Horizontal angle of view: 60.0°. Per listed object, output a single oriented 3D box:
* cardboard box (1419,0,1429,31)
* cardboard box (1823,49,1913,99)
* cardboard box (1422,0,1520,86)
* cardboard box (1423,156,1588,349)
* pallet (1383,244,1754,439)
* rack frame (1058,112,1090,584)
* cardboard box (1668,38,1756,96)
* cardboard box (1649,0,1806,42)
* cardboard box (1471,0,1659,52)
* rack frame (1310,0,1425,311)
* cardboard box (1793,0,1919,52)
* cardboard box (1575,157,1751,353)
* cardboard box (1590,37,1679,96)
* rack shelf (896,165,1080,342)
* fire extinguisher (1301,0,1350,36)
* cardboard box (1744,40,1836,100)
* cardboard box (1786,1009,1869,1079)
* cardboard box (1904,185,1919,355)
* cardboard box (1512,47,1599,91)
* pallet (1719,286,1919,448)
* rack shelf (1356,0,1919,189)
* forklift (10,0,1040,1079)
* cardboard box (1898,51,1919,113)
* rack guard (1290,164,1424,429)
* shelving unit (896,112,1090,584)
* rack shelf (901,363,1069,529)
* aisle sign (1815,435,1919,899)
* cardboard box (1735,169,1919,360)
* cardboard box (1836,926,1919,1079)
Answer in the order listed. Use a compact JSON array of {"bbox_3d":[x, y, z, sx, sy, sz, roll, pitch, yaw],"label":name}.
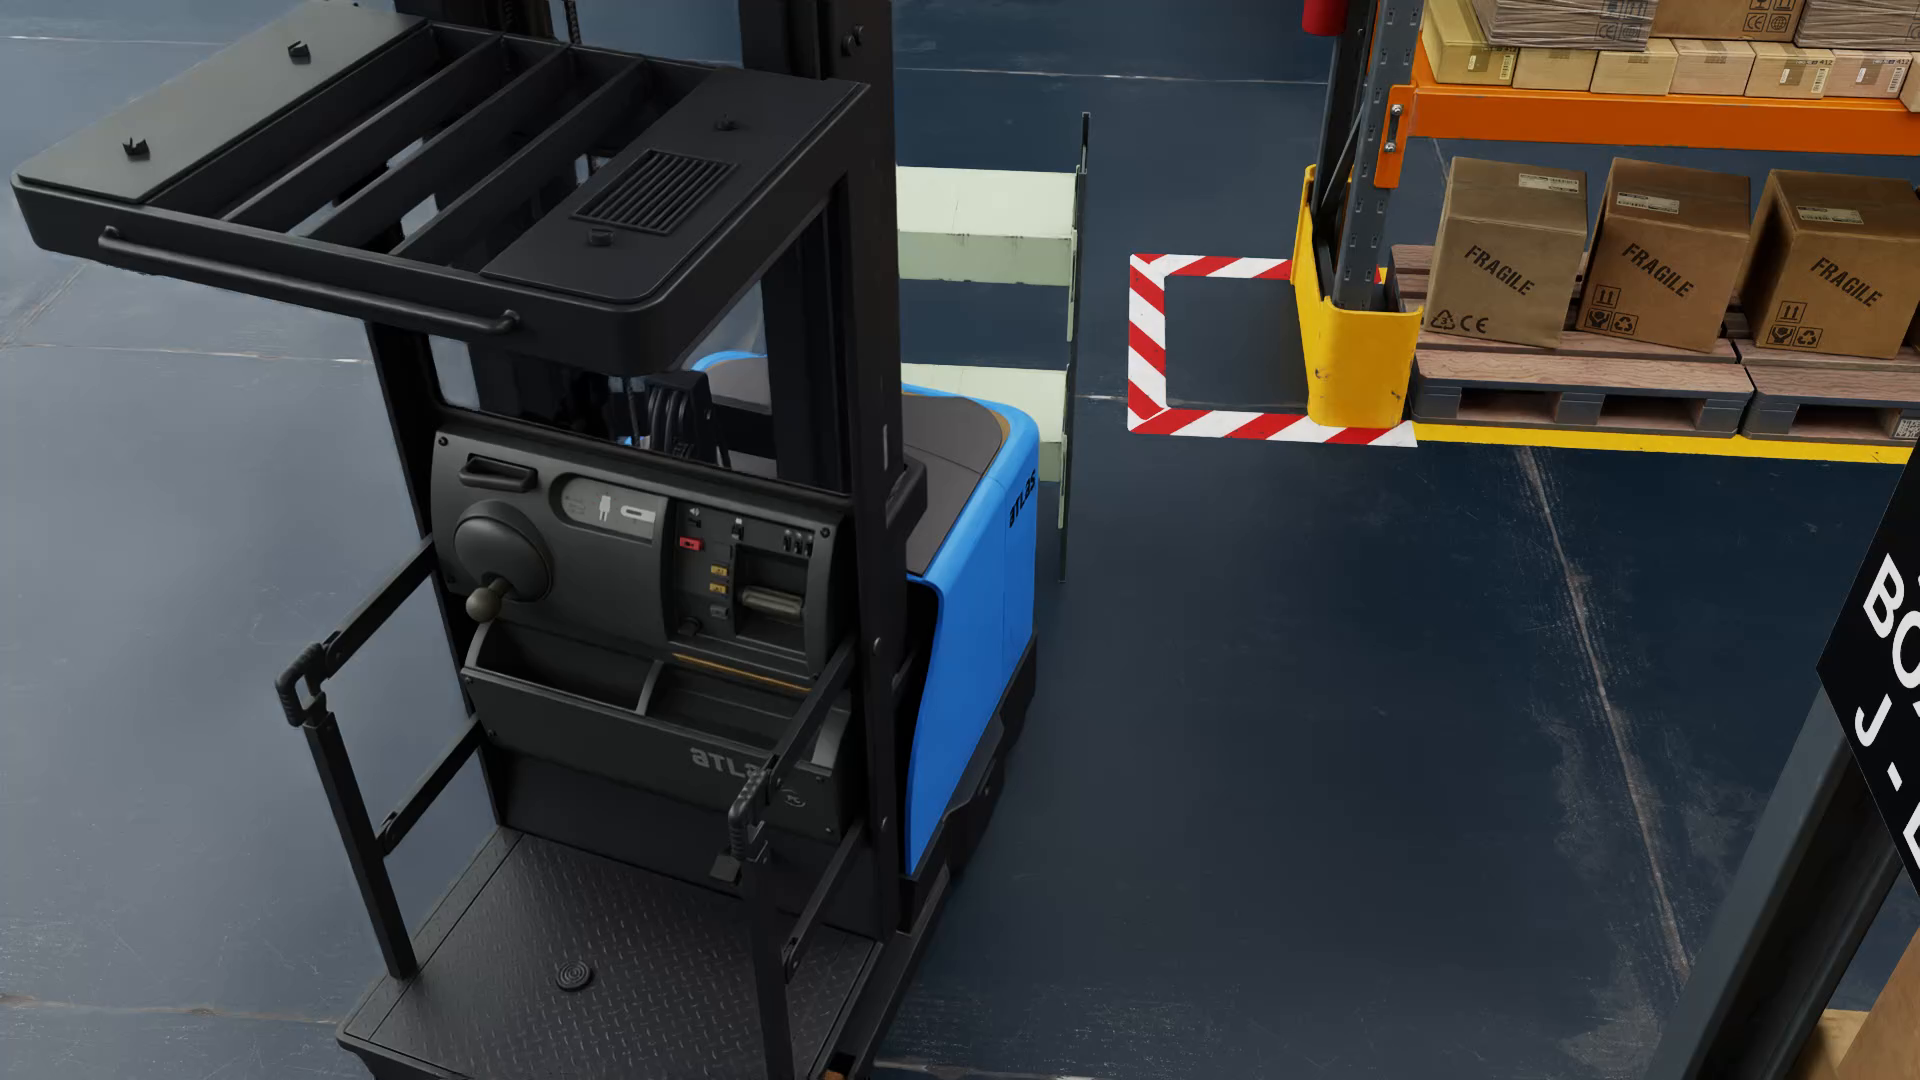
[{"bbox_3d":[1.771,-1.975,5.999,0.250,0.149,0.380,3,39,4],"label":"cardboard box"},{"bbox_3d":[2.978,-1.631,5.577,0.250,0.149,0.380,3,39,4],"label":"cardboard box"},{"bbox_3d":[1.732,-1.695,5.655,0.250,0.149,0.380,3,39,4],"label":"cardboard box"},{"bbox_3d":[2.090,-1.107,6.381,0.500,0.500,0.500,10,40,12],"label":"cardboard box"},{"bbox_3d":[2.351,-0.806,6.573,1.213,0.211,1.003,3,39,4],"label":"pallet"},{"bbox_3d":[0.358,-0.562,5.252,0.023,1.500,0.400,3,39,4],"label":"rack frame"},{"bbox_3d":[2.478,-1.646,5.595,0.250,0.149,0.380,3,39,4],"label":"cardboard box"},{"bbox_3d":[2.523,-2.113,5.655,0.500,0.500,0.875,3,39,4],"label":"cardboard box"},{"bbox_3d":[2.014,-2.065,5.596,0.500,0.500,0.875,3,39,4],"label":"cardboard box"},{"bbox_3d":[1.469,-1.958,5.779,0.127,3.000,1.000,3,39,4],"label":"rack frame"},{"bbox_3d":[3.017,-2.059,5.588,0.500,0.500,0.875,3,39,4],"label":"cardboard box"},{"bbox_3d":[2.688,-1.096,6.368,0.500,0.500,0.500,13,41,15],"label":"cardboard box"},{"bbox_3d":[2.227,-1.646,5.596,0.250,0.149,0.380,3,39,4],"label":"cardboard box"},{"bbox_3d":[-0.007,-0.885,5.031,0.720,0.370,0.431,3,39,4],"label":"rack shelf"},{"bbox_3d":[1.395,-2.224,6.168,0.183,0.674,0.296,3,39,4],"label":"fire extinguisher"},{"bbox_3d":[2.727,-1.628,5.573,0.250,0.149,0.380,3,39,4],"label":"cardboard box"},{"bbox_3d":[1.314,1.089,1.917,0.550,0.550,0.875,3,39,4],"label":"cardboard box"},{"bbox_3d":[3.862,-0.991,6.239,0.500,0.500,0.500,0,39,0],"label":"cardboard box"},{"bbox_3d":[1.980,-1.669,5.624,0.250,0.149,0.380,3,39,4],"label":"cardboard box"},{"bbox_3d":[3.563,-0.738,6.489,1.213,0.211,1.003,3,39,4],"label":"pallet"},{"bbox_3d":[3.461,-1.570,5.873,4.000,0.370,1.077,3,39,4],"label":"rack shelf"},{"bbox_3d":[-0.760,0.111,3.292,1.130,2.935,3.031,13,41,16],"label":"forklift"},{"bbox_3d":[3.218,-1.552,5.480,0.250,0.149,0.380,3,39,4],"label":"cardboard box"},{"bbox_3d":[1.545,-0.984,6.563,0.348,0.500,1.175,3,39,4],"label":"rack guard"},{"bbox_3d":[-0.007,-0.582,5.277,0.755,1.500,0.431,3,39,4],"label":"shelving unit"},{"bbox_3d":[-0.007,-0.329,5.483,0.720,0.370,0.431,3,39,4],"label":"rack shelf"},{"bbox_3d":[0.895,-0.045,1.370,0.004,0.787,0.394,3,39,4],"label":"aisle sign"},{"bbox_3d":[3.310,-1.050,6.311,0.500,0.500,0.500,7,40,8],"label":"cardboard box"},{"bbox_3d":[1.307,0.723,1.511,0.550,0.550,0.875,3,39,4],"label":"cardboard box"}]
